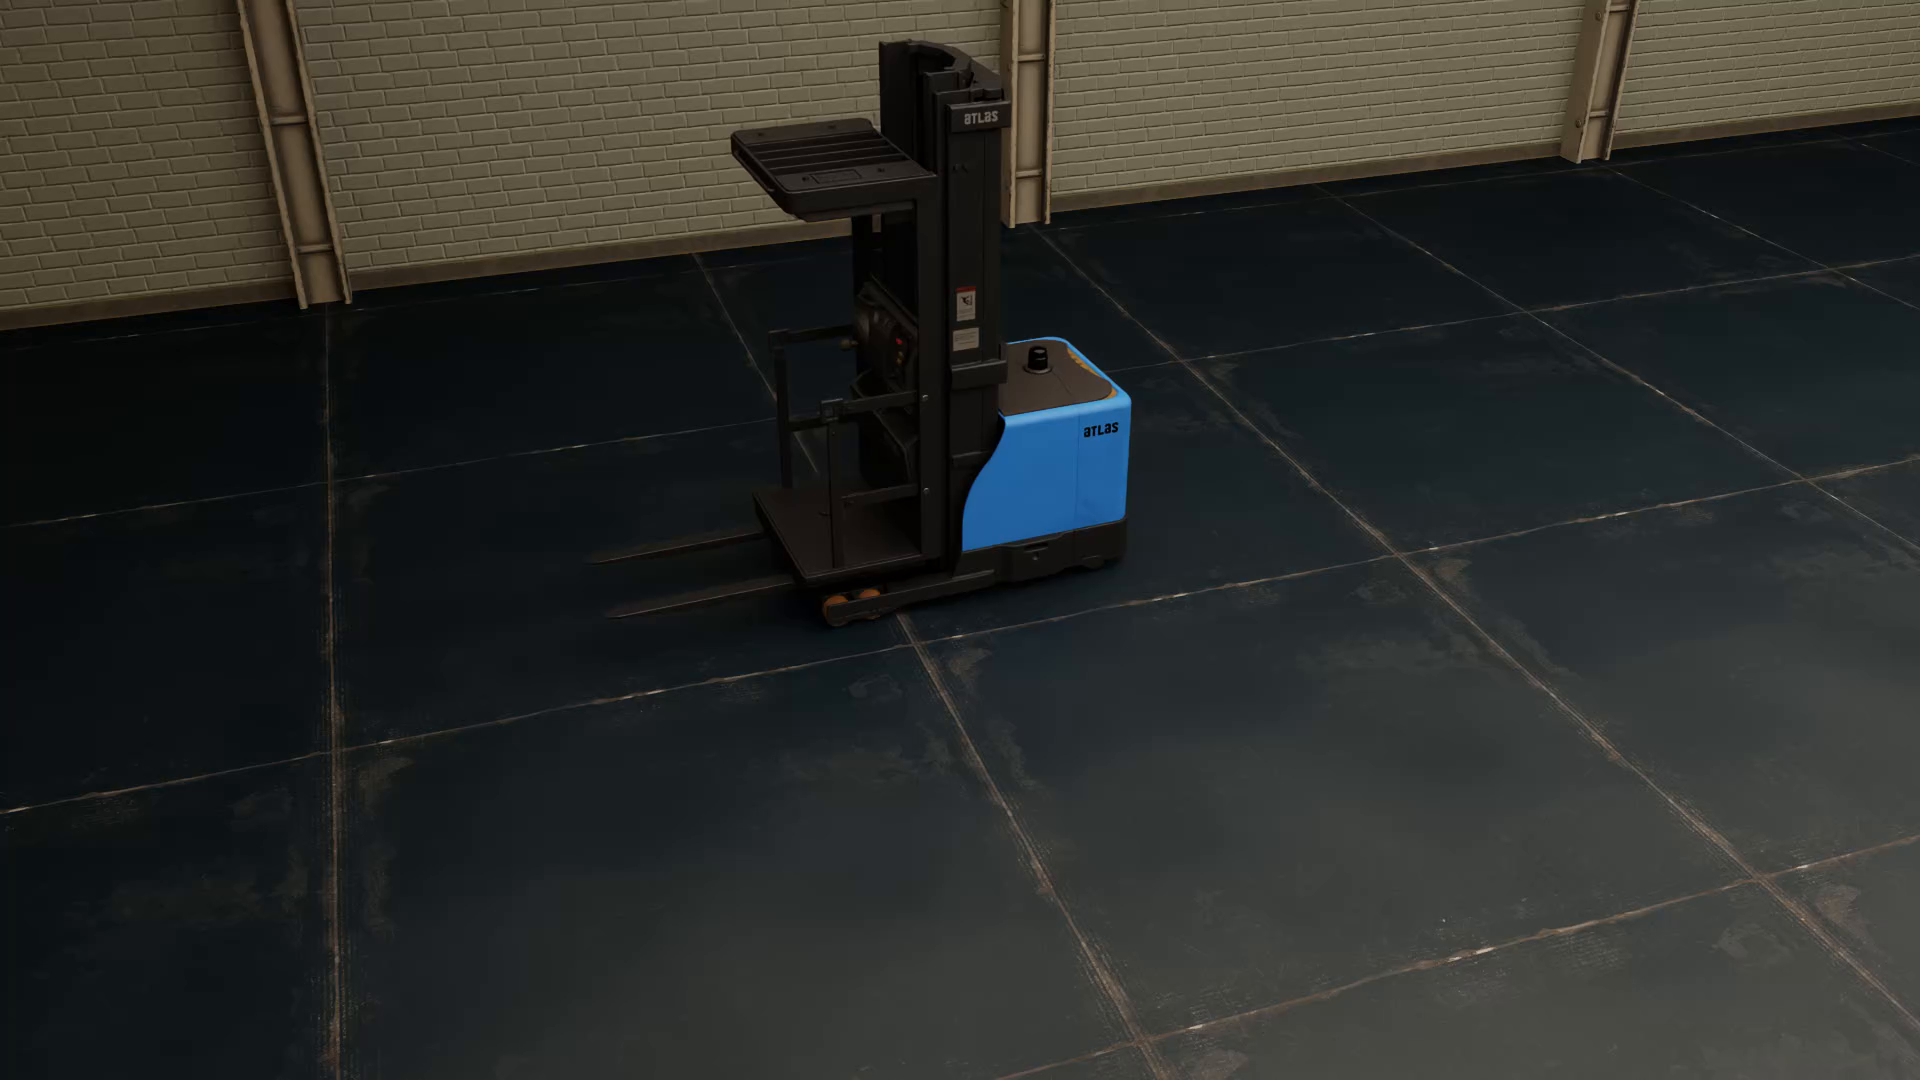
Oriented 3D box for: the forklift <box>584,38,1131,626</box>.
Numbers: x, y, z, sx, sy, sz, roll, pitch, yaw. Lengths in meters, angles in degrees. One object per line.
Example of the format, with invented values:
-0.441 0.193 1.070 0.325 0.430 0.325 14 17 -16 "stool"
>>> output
-0.596 -1.091 8.984 3.031 2.935 1.130 -11 32 -18 "forklift"
